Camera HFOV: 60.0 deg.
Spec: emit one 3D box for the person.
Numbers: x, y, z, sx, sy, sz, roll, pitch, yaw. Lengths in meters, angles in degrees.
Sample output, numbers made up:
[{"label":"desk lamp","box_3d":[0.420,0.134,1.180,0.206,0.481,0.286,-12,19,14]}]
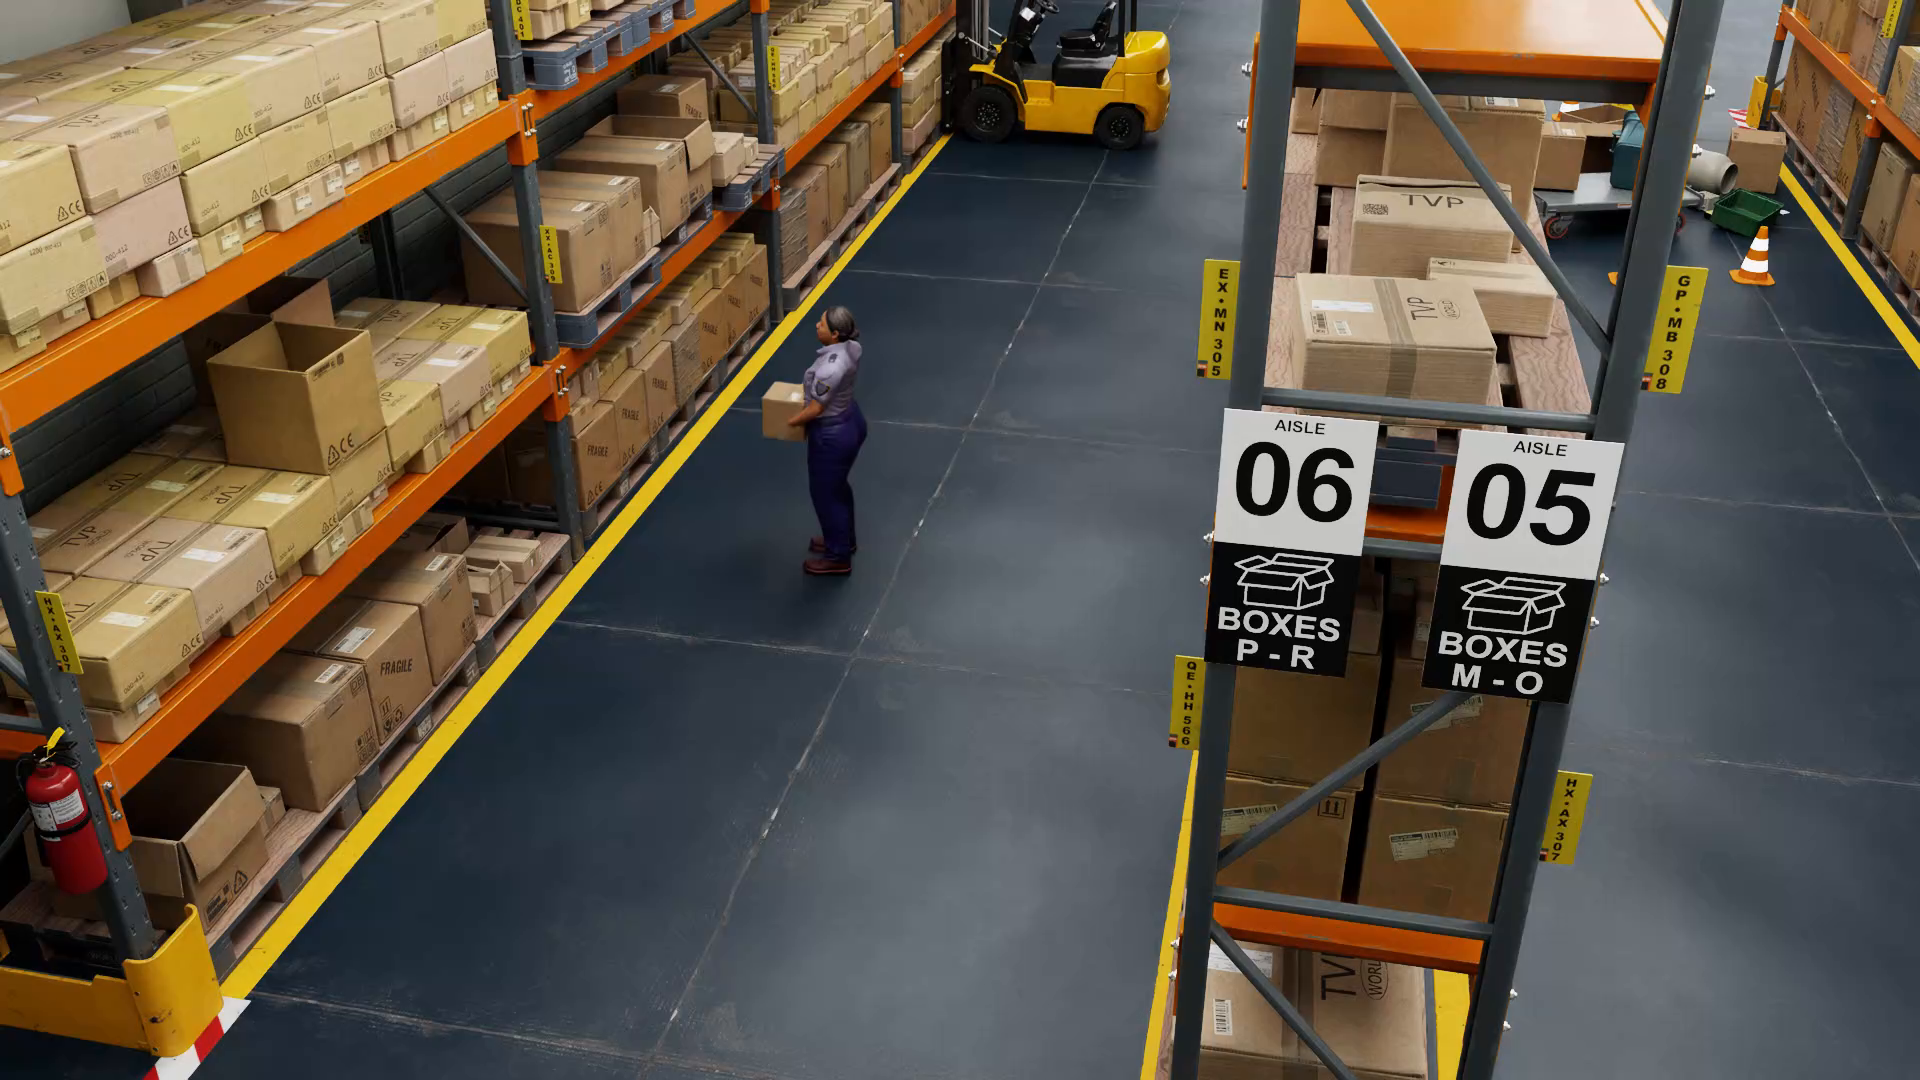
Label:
[{"label":"person","box_3d":[-0.816,-0.610,9.731,0.511,1.643,0.455,7,30,12]}]
